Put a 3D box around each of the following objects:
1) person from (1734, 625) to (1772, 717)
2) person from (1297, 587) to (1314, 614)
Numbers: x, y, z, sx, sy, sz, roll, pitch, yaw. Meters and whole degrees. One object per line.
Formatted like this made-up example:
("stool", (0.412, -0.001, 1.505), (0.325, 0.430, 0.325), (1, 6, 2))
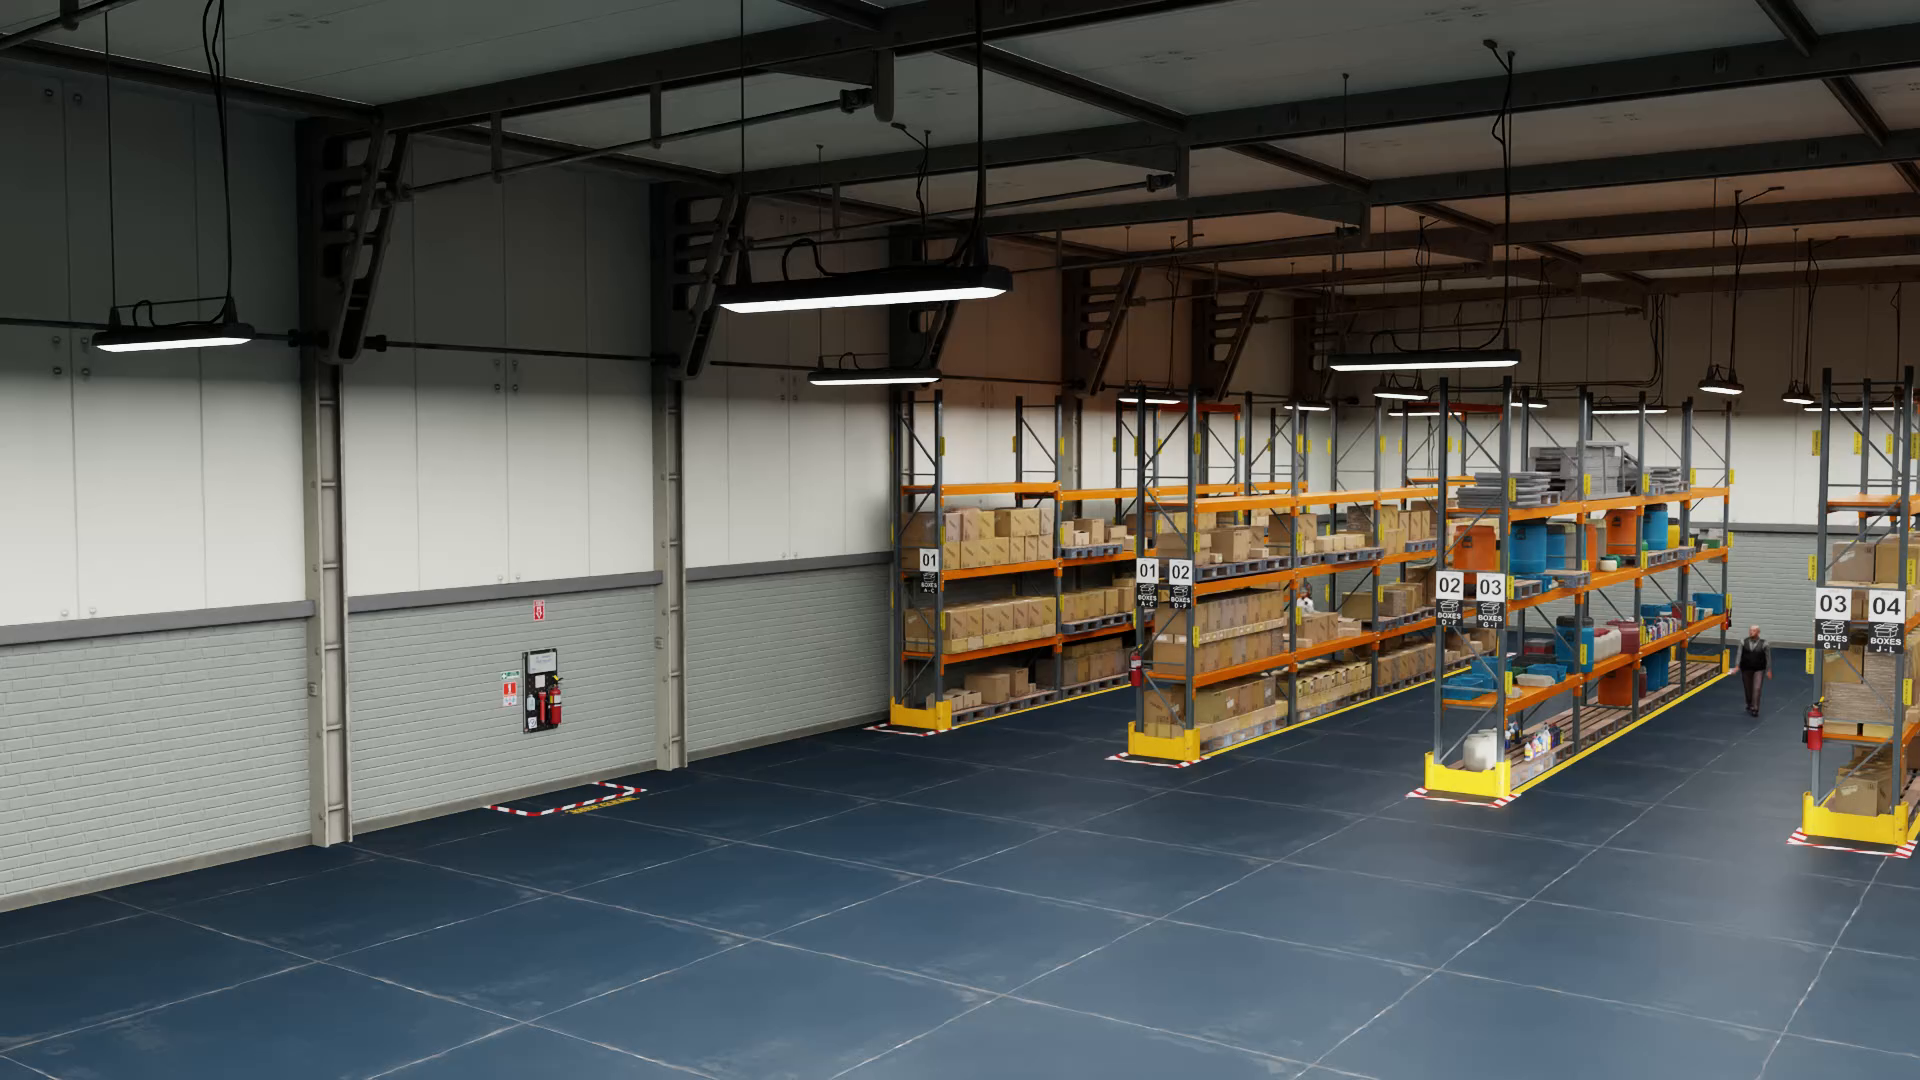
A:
("person", (14.752, 2.421, 30.934), (0.620, 1.669, 1.084), (2, 4, 31))
("person", (8.239, 1.926, 39.843), (0.507, 1.621, 1.049), (2, 4, 34))
